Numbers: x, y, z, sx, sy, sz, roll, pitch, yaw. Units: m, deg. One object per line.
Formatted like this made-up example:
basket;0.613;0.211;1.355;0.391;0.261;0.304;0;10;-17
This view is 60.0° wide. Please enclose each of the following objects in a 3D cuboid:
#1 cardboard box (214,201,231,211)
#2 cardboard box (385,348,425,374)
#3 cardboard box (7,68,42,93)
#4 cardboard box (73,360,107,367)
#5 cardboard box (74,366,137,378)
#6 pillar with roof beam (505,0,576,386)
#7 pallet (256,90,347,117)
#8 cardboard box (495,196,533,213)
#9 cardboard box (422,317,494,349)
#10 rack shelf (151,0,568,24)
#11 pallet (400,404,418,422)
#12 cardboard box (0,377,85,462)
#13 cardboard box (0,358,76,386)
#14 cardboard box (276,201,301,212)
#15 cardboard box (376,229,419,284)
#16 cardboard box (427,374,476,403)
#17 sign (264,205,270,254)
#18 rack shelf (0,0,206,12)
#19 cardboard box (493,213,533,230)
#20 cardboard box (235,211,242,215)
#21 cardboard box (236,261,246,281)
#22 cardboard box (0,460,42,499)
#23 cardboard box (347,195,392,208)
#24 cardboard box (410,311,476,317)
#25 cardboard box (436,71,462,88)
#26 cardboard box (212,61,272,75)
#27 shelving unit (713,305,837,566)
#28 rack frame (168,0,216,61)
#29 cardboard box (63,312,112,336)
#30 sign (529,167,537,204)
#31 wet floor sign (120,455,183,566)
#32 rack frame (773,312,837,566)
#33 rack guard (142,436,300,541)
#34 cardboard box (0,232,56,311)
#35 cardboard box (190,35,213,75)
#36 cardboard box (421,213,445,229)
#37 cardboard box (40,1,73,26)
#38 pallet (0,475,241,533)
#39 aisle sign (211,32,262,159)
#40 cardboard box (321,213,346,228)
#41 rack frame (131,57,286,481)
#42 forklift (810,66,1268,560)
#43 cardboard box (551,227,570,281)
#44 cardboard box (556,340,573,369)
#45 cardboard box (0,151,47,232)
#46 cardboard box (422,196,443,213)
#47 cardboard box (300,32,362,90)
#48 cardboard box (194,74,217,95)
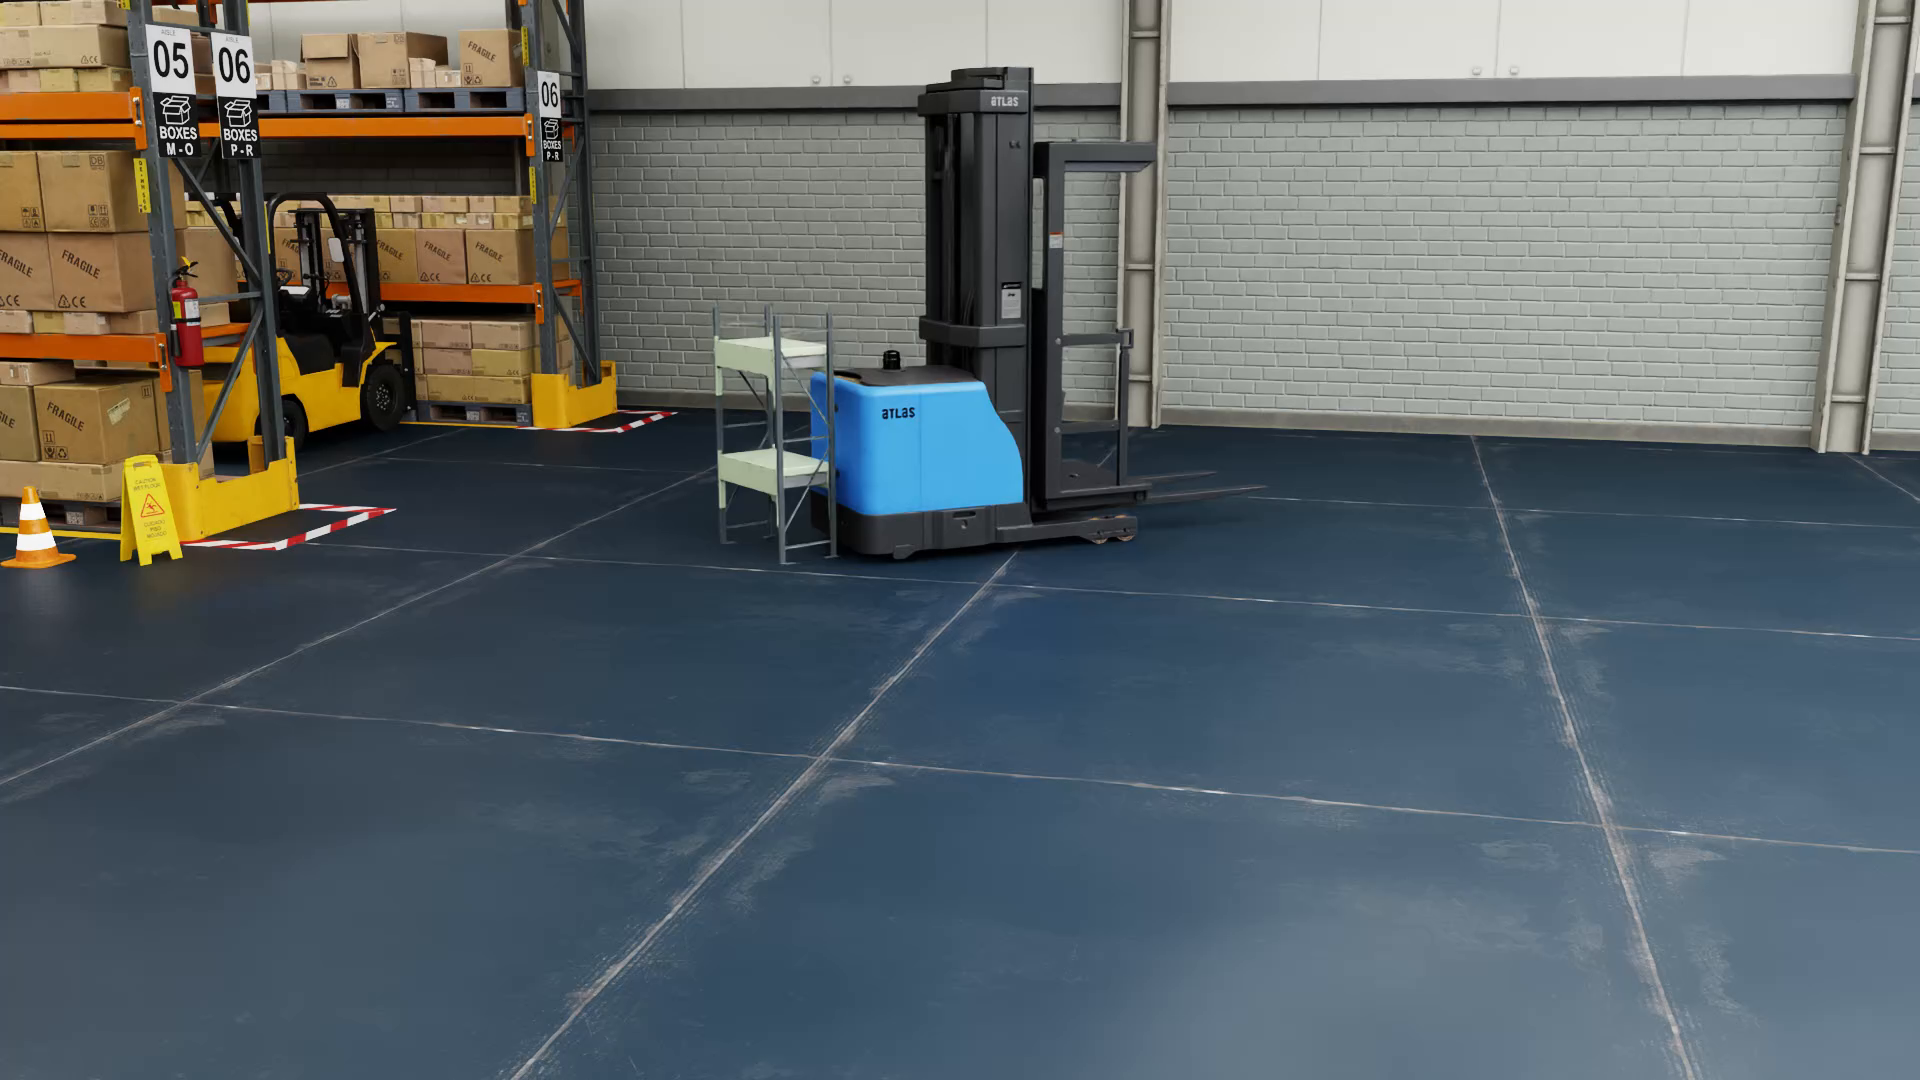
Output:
cardboard box;-7.066;-3.273;16.144;0.250;0.149;0.380;3;13;14
cardboard box;-5.239;-1.741;15.881;0.500;0.250;0.500;3;13;12
cardboard box;-5.799;-2.909;10.573;0.250;0.149;0.380;3;13;15
cardboard box;-8.845;-1.944;17.084;0.625;0.625;0.875;3;13;13
cardboard box;-6.135;-0.936;11.676;0.500;0.500;0.500;3;13;11
pillar with roof beam;-5.192;-4.873;11.923;0.400;9.000;9.100;3;13;14
pallet;-6.750;-4.214;16.082;1.213;0.211;1.003;3;13;14
cardboard box;-4.099;-3.109;15.407;0.250;0.149;0.380;3;13;14
cardboard box;-4.720;-1.959;15.706;0.500;0.250;0.500;3;13;15
rack shelf;-5.643;-5.110;15.576;4.000;0.370;1.077;3;13;14
pallet;-5.634;-1.358;16.365;1.213;0.211;1.003;3;13;14
cardboard box;-6.234;-0.822;11.161;0.500;0.500;0.500;4;13;16
cardboard box;-6.099;-1.117;10.994;0.250;0.149;0.380;3;13;15
cardboard box;-6.337;-3.215;15.884;0.250;0.149;0.380;3;13;13
cardboard box;-5.241;-2.699;15.742;0.500;0.500;0.500;3;13;12
cardboard box;-4.713;-1.473;15.825;0.500;0.250;0.500;3;13;14
sign;-4.757;-2.117;11.351;0.005;0.325;0.100;3;13;14
rack shelf;-9.526;-5.318;16.511;4.000;0.370;1.077;3;13;14
cardboard box;-4.105;-2.949;15.371;0.250;0.149;0.380;3;13;14
cardboard box;-6.826;-3.105;16.074;0.250;0.149;0.380;3;13;13
cardboard box;-6.706;-2.779;16.104;0.500;0.500;0.500;3;13;15
cardboard box;-6.237;-0.457;11.246;0.500;0.250;0.500;3;13;14
cardboard box;-5.590;-3.188;15.760;0.250;0.149;0.380;3;13;14
cardboard box;-5.091;-2.093;16.313;0.500;0.250;0.500;3;13;13
cardboard box;-4.578;-4.199;15.188;0.250;0.149;0.380;3;13;12
cardboard box;-6.835;-4.412;15.775;0.500;0.311;0.500;3;13;15
shelving unit;-1.146;-0.667;10.276;0.431;1.500;0.755;-9;15;-36
rack frame;-7.584;-5.761;15.922;0.127;3.000;1.000;3;13;14
cardboard box;-5.573;-1.422;10.797;0.250;0.149;0.380;3;13;13
sign;-3.844;-3.192;14.974;0.005;0.325;0.100;3;13;14
wet floor sign;-4.958;-0.196;10.127;0.232;0.644;0.267;8;15;33
rack frame;-0.927;-0.603;9.990;0.400;1.500;0.023;-9;15;-36
rack guard;-4.960;-0.364;11.219;0.348;0.500;1.175;3;13;14
cardboard box;-5.964;-1.771;10.875;0.500;0.500;0.500;3;13;14
cardboard box;-5.311;-3.199;10.960;0.500;0.250;0.500;3;13;13
cardboard box;-4.835;-2.997;15.590;0.250;0.149;0.380;3;13;13
cardboard box;-5.527;-3.288;10.443;0.250;0.149;0.380;3;13;15
pallet;-5.741;-0.272;11.474;1.213;0.211;1.003;3;13;14
aisle sign;-4.752;-2.911;10.929;0.004;0.787;0.394;3;13;14
cardboard box;-5.841;-3.041;15.787;0.250;0.149;0.380;3;13;12
rack frame;-4.886;-1.580;10.931;0.127;3.000;1.000;3;13;14
forklift;0.588;-1.505;10.748;3.031;2.935;1.130;-6;14;-24
cardboard box;-4.115;-2.757;16.005;0.500;0.500;0.500;3;13;15
cardboard box;-4.108;-1.799;16.141;0.500;0.250;0.500;3;13;15
cardboard box;-5.924;-2.271;10.818;0.500;0.500;0.700;3;13;14
cardboard box;-4.830;-3.152;15.600;0.250;0.149;0.380;3;13;14
cardboard box;-5.718;-4.477;15.624;0.637;0.503;0.797;3;13;15
cardboard box;-5.131;-3.007;11.019;0.250;0.149;0.380;3;13;14
